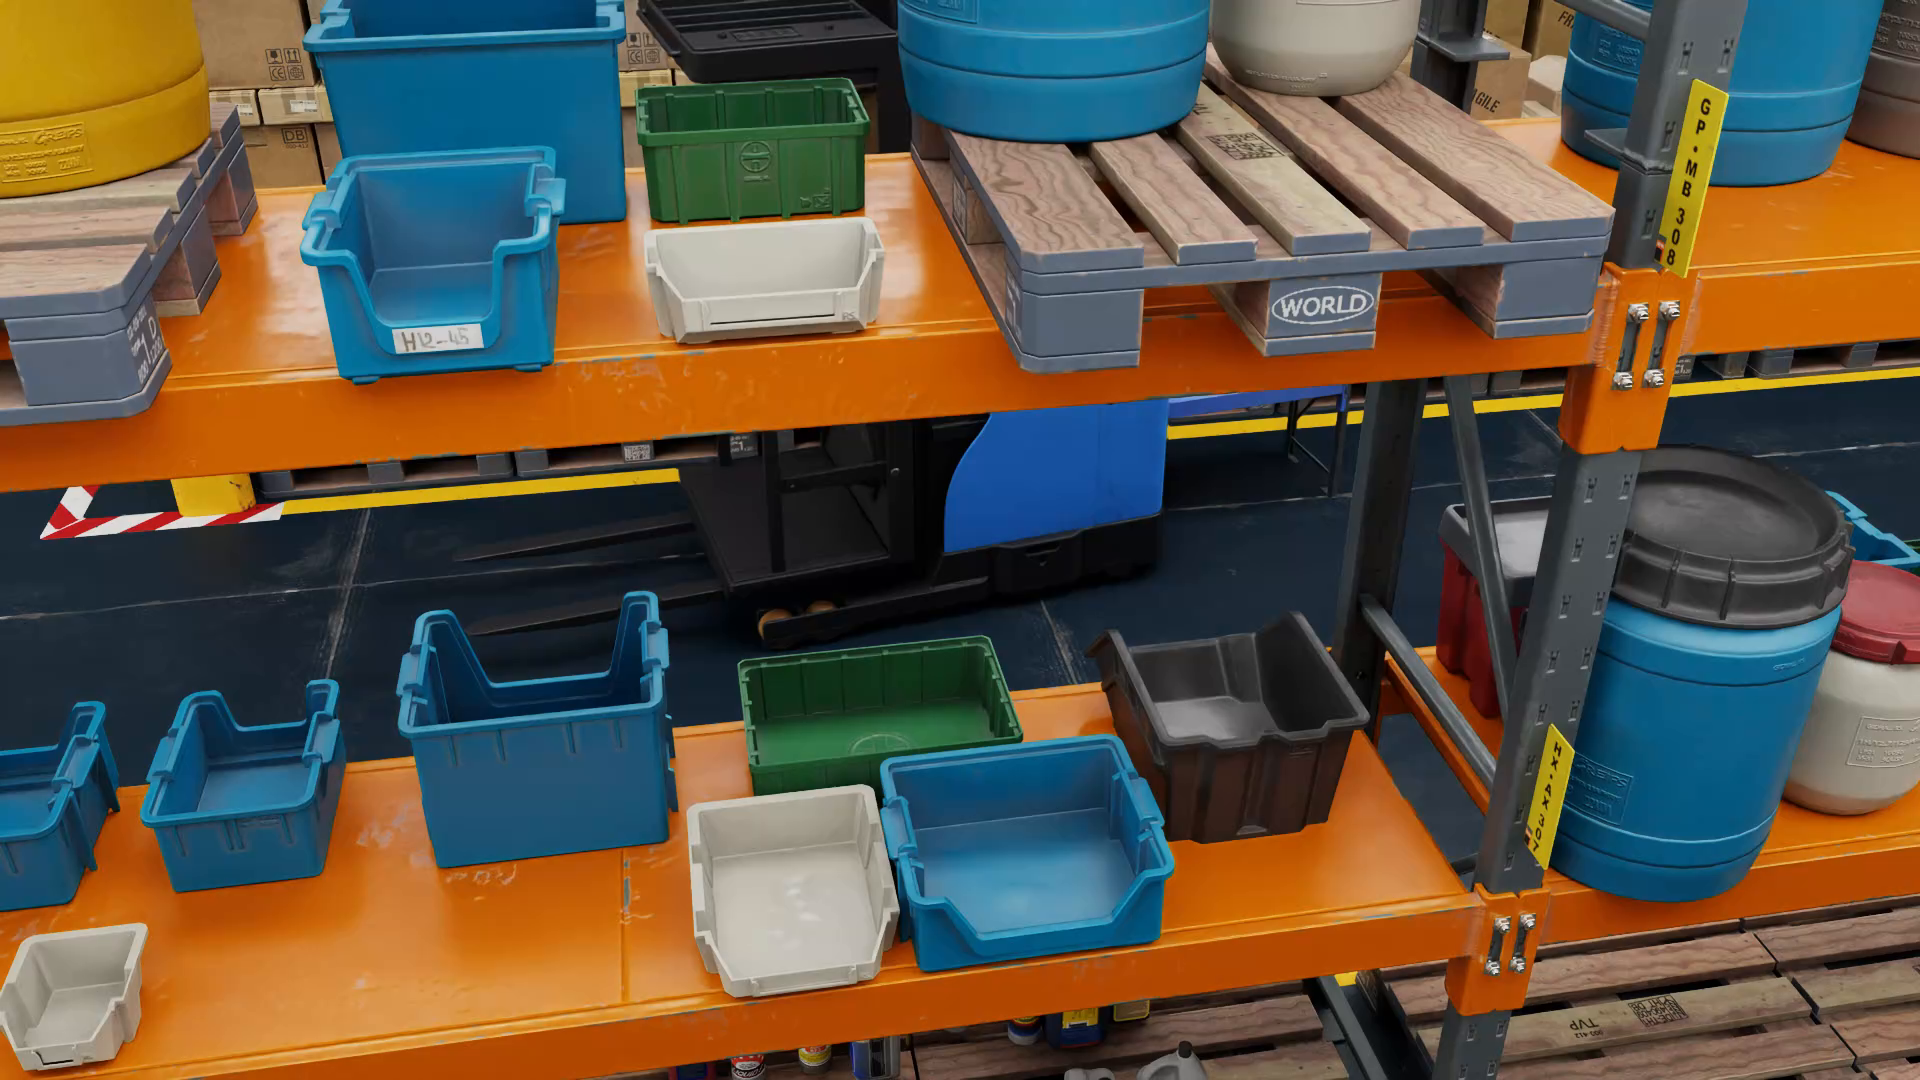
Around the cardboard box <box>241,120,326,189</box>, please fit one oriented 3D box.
[{"bbox_3d":[-3.185,-1.786,7.729,0.500,0.500,0.700,-5,31,-9],"label":"cardboard box"}]

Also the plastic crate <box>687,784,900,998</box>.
[{"bbox_3d":[-0.375,0.786,3.714,0.437,0.136,0.530,-5,31,-9],"label":"plastic crate"}]

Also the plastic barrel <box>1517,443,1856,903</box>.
[{"bbox_3d":[1.611,0.298,3.790,0.708,0.901,0.600,-5,31,-9],"label":"plastic barrel"}]

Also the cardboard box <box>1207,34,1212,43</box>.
[{"bbox_3d":[2.100,-3.938,13.520,0.500,0.500,0.700,-5,31,-9],"label":"cardboard box"}]

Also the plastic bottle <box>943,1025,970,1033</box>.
[{"bbox_3d":[-0.016,1.301,4.836,0.097,0.271,0.097,0,30,0],"label":"plastic bottle"}]

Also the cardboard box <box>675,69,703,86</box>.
[{"bbox_3d":[-1.190,-2.148,7.705,0.250,0.149,0.380,-4,31,-7],"label":"cardboard box"}]

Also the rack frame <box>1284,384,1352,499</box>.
[{"bbox_3d":[1.744,-0.967,7.915,0.032,1.500,0.500,-9,32,-15],"label":"rack frame"}]

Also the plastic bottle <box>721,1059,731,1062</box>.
[{"bbox_3d":[-0.641,1.339,4.766,0.135,0.276,0.152,-6,31,-10],"label":"plastic bottle"}]

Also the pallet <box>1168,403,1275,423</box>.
[{"bbox_3d":[1.006,-0.957,9.169,1.213,0.211,1.003,-5,31,-9],"label":"pallet"}]

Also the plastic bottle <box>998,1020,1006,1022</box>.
[{"bbox_3d":[0.122,1.234,4.871,0.185,0.351,0.144,-7,31,-11],"label":"plastic bottle"}]

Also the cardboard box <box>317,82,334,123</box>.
[{"bbox_3d":[-2.717,-2.005,7.463,0.250,0.149,0.380,-5,31,-9],"label":"cardboard box"}]

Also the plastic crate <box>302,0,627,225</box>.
[{"bbox_3d":[-0.936,-0.847,3.288,0.575,0.384,0.392,-5,31,-9],"label":"plastic crate"}]

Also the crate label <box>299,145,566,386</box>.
[{"bbox_3d":[-0.857,-0.472,2.780,0.408,0.251,0.502,-5,31,-9],"label":"crate label"}]

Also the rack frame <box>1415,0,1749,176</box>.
[{"bbox_3d":[1.177,-2.188,2.593,0.127,3.000,1.000,-5,31,-9],"label":"rack frame"}]

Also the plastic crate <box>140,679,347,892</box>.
[{"bbox_3d":[-1.680,0.576,3.958,0.408,0.251,0.499,-5,31,-9],"label":"plastic crate"}]

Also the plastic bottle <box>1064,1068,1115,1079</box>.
[{"bbox_3d":[0.355,1.531,4.440,0.135,0.276,0.152,-5,31,-9],"label":"plastic bottle"}]

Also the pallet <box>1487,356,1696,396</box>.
[{"bbox_3d":[3.406,-1.179,9.547,1.213,0.211,1.003,-5,31,-9],"label":"pallet"}]

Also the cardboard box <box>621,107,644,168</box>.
[{"bbox_3d":[-1.663,-1.929,7.972,0.500,0.500,0.700,-4,31,-7],"label":"cardboard box"}]

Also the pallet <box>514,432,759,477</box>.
[{"bbox_3d":[-1.704,-0.705,8.741,1.213,0.211,1.003,-5,31,-9],"label":"pallet"}]

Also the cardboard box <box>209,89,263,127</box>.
[{"bbox_3d":[-3.222,-1.958,7.382,0.250,0.149,0.380,-6,31,-9],"label":"cardboard box"}]

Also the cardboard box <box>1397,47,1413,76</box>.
[{"bbox_3d":[2.057,-2.271,8.554,0.500,0.500,0.500,-5,31,-9],"label":"cardboard box"}]

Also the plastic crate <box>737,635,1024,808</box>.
[{"bbox_3d":[-0.209,0.473,4.196,0.662,0.188,0.450,-5,31,-9],"label":"plastic crate"}]

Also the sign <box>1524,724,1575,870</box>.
[{"bbox_3d":[1.265,0.554,3.575,0.005,0.325,0.100,-5,31,-9],"label":"sign"}]

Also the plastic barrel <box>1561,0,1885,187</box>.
[{"bbox_3d":[1.638,-1.266,3.489,0.708,0.901,0.600,-5,31,-9],"label":"plastic barrel"}]

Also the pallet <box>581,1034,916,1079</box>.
[{"bbox_3d":[-0.694,1.754,4.559,1.213,0.211,1.003,-5,31,-9],"label":"pallet"}]

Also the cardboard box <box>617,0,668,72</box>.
[{"bbox_3d":[-1.628,-2.493,7.652,0.500,0.500,0.700,-5,31,-9],"label":"cardboard box"}]

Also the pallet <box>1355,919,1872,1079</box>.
[{"bbox_3d":[1.942,1.509,4.975,1.213,0.211,1.003,-5,31,-9],"label":"pallet"}]

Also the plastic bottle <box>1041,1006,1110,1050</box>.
[{"bbox_3d":[0.334,1.289,4.778,0.185,0.351,0.144,-5,31,-9],"label":"plastic bottle"}]

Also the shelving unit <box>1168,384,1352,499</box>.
[{"bbox_3d":[1.260,-0.889,7.782,1.048,1.500,0.538,-9,32,-15],"label":"shelving unit"}]

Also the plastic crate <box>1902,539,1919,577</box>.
[{"bbox_3d":[2.839,0.190,4.677,0.662,0.188,0.450,-5,31,-9],"label":"plastic crate"}]

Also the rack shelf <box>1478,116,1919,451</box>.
[{"bbox_3d":[3.144,-0.767,3.846,4.000,0.370,1.077,-5,31,-9],"label":"rack shelf"}]

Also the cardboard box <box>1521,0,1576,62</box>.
[{"bbox_3d":[4.937,-4.239,13.707,0.750,0.750,0.750,-5,31,-9],"label":"cardboard box"}]

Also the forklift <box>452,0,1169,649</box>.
[{"bbox_3d":[-0.663,-1.107,6.741,3.031,2.935,1.130,-10,32,-17],"label":"forklift"}]

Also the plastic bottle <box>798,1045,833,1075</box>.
[{"bbox_3d":[-0.414,1.411,4.718,0.097,0.201,0.097,0,30,0],"label":"plastic bottle"}]

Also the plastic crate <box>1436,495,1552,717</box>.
[{"bbox_3d":[1.598,0.174,4.432,0.583,0.464,0.402,-5,31,-9],"label":"plastic crate"}]

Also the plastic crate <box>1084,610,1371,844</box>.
[{"bbox_3d":[0.639,0.409,4.156,0.504,0.338,0.767,-5,31,-9],"label":"plastic crate"}]

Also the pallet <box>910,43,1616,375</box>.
[{"bbox_3d":[0.485,-0.699,3.206,1.003,0.211,1.213,-5,31,-9],"label":"pallet"}]

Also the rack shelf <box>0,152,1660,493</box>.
[{"bbox_3d":[-0.791,-0.402,3.225,4.000,0.370,1.077,-5,31,-9],"label":"rack shelf"}]

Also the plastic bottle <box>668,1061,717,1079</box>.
[{"bbox_3d":[-0.758,1.402,4.652,0.133,0.283,0.061,-5,31,-9],"label":"plastic bottle"}]

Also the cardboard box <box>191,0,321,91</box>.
[{"bbox_3d":[-3.133,-2.350,7.409,0.500,0.500,0.700,-5,31,-9],"label":"cardboard box"}]

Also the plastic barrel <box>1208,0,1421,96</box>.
[{"bbox_3d":[0.718,-1.183,3.318,0.421,0.512,0.421,0,30,0],"label":"plastic barrel"}]

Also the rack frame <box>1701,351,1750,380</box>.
[{"bbox_3d":[4.223,-2.437,8.935,0.127,3.000,1.000,-5,31,-9],"label":"rack frame"}]

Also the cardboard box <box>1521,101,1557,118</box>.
[{"bbox_3d":[2.979,-2.184,8.753,0.250,0.149,0.380,-3,31,-5],"label":"cardboard box"}]
